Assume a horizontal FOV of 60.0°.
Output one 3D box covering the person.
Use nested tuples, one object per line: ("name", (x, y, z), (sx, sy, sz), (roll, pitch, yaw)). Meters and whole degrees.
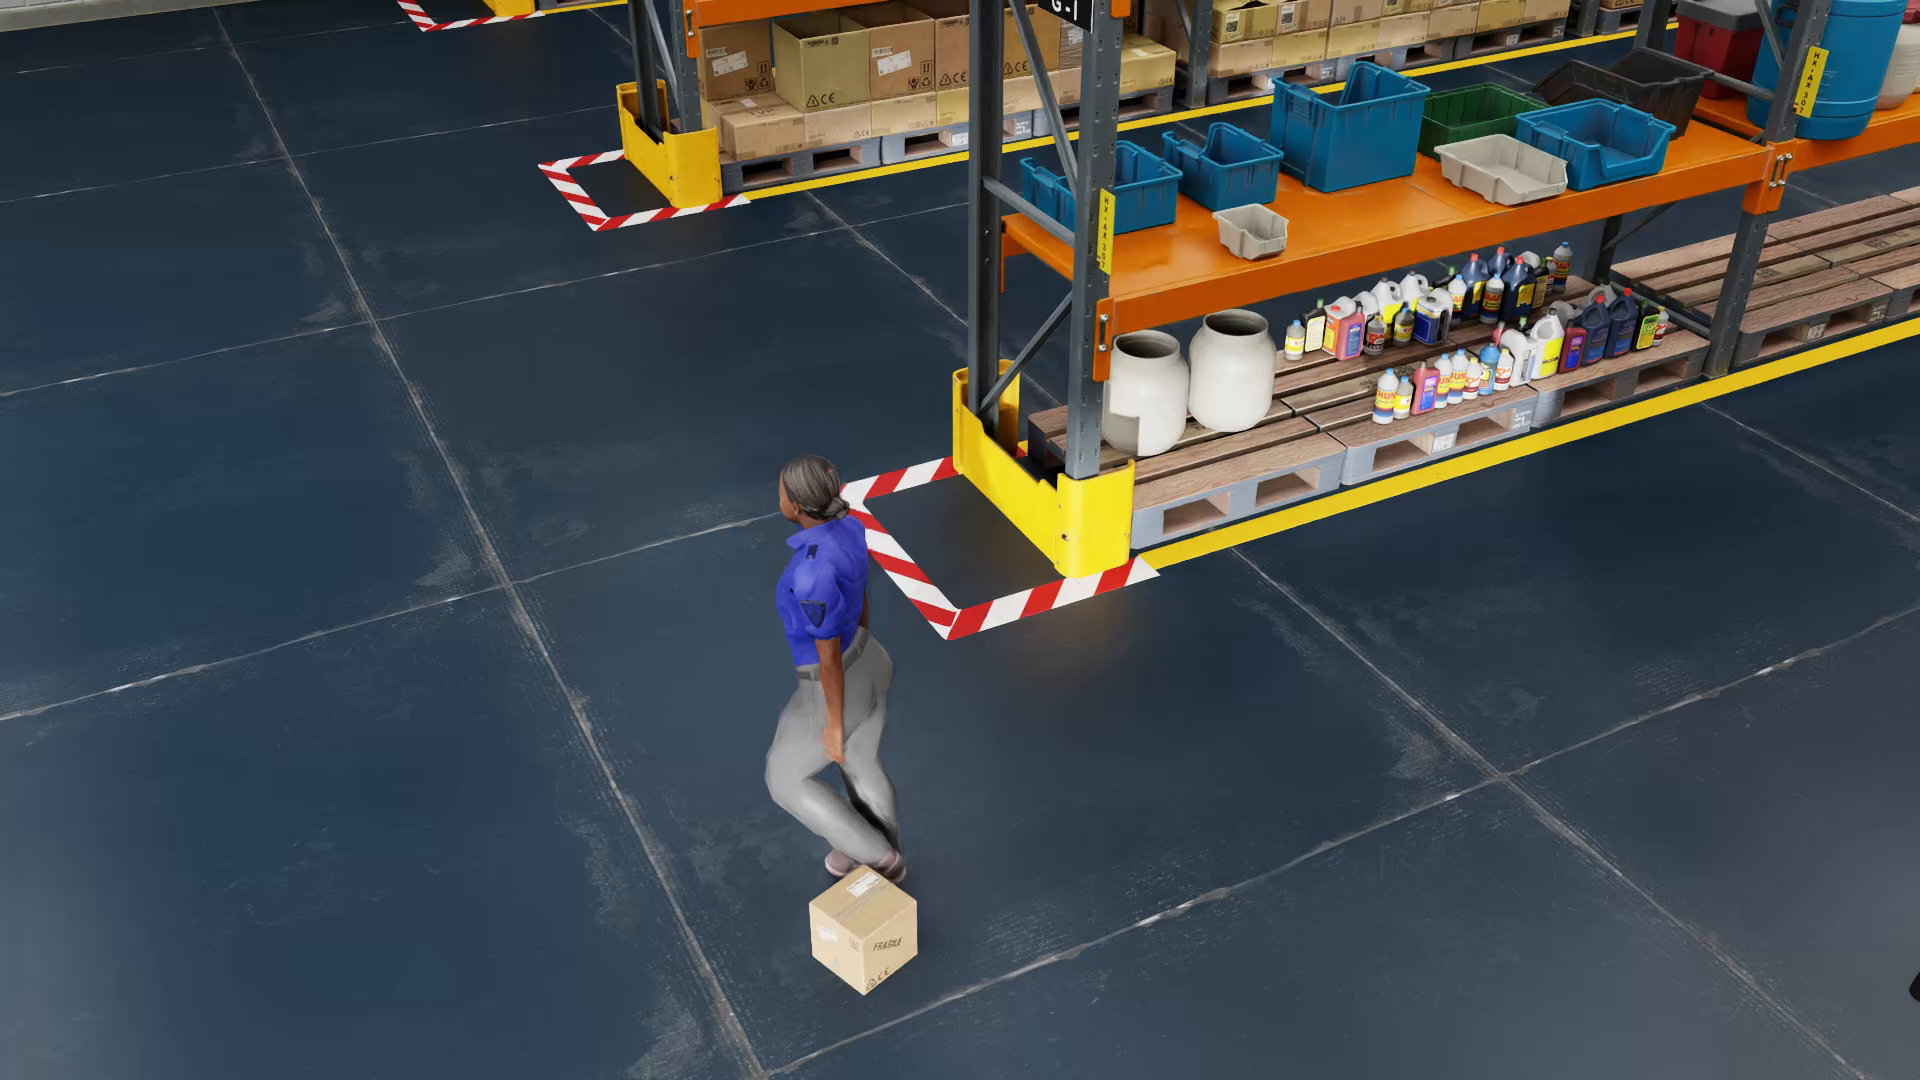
("person", (-0.384, 0.478, 5.393), (0.454, 1.646, 0.502), (10, 35, 15))
